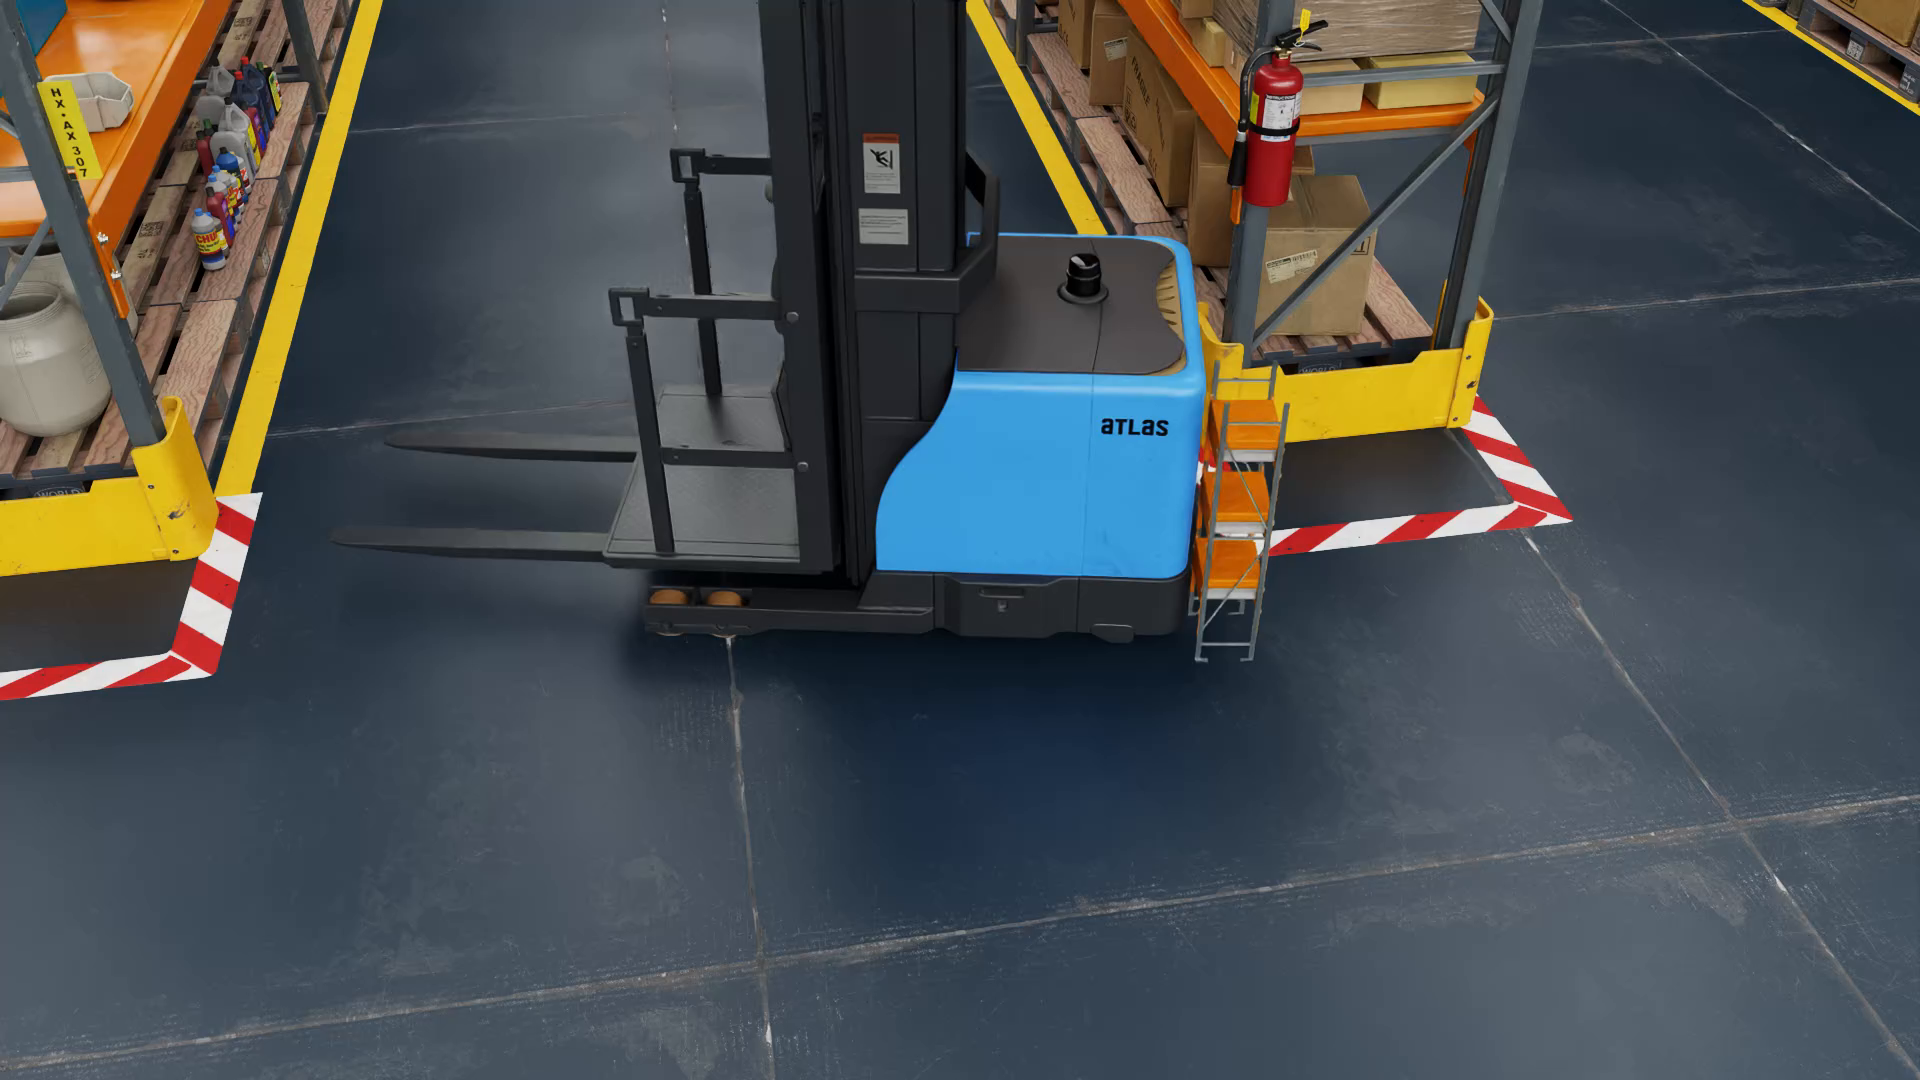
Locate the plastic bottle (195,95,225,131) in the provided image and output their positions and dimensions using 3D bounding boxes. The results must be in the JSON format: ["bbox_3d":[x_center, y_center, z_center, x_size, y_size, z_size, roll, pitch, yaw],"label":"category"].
[{"bbox_3d":[-3.755,-2.130,8.408,0.152,0.276,0.135,-6,38,-8],"label":"plastic bottle"}]

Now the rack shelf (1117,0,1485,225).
[{"bbox_3d":[1.183,-2.578,7.709,1.077,0.370,4.000,-6,38,-8],"label":"rack shelf"}]

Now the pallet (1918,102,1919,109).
[{"bbox_3d":[6.006,-2.235,8.955,1.003,0.211,1.213,-6,38,-8],"label":"pallet"}]

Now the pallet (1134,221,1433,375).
[{"bbox_3d":[1.412,-1.093,7.485,1.003,0.211,1.213,-6,38,-8],"label":"pallet"}]

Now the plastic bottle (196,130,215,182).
[{"bbox_3d":[-3.637,-1.859,8.053,0.061,0.283,0.133,-6,38,-8],"label":"plastic bottle"}]

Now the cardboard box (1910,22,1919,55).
[{"bbox_3d":[5.936,-2.937,8.976,0.875,0.875,0.875,-6,38,-8],"label":"cardboard box"}]

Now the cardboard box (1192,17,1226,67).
[{"bbox_3d":[1.142,-2.001,6.585,0.380,0.149,0.250,-6,38,-8],"label":"cardboard box"}]

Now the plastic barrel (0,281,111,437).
[{"bbox_3d":[-3.534,-0.694,6.383,0.421,0.512,0.421,0,38,0],"label":"plastic barrel"}]

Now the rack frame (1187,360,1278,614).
[{"bbox_3d":[0.908,-0.152,5.590,0.200,1.050,0.008,0,38,0],"label":"rack frame"}]

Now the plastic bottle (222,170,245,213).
[{"bbox_3d":[-3.449,-1.646,7.845,0.097,0.201,0.097,0,38,0],"label":"plastic bottle"}]

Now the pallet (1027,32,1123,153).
[{"bbox_3d":[0.985,-2.567,9.382,1.003,0.211,1.213,-6,38,-8],"label":"pallet"}]

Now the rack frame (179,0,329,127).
[{"bbox_3d":[-4.044,-3.537,8.358,1.000,3.000,0.127,-6,38,-8],"label":"rack frame"}]

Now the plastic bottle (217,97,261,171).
[{"bbox_3d":[-3.557,-1.996,8.174,0.144,0.351,0.185,-6,38,-8],"label":"plastic bottle"}]

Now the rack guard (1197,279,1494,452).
[{"bbox_3d":[1.520,-0.712,6.760,1.175,0.500,0.348,-6,38,-8],"label":"rack guard"}]

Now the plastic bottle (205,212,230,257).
[{"bbox_3d":[-3.372,-1.381,7.505,0.097,0.201,0.097,0,38,0],"label":"plastic bottle"}]

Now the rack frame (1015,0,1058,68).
[{"bbox_3d":[0.832,-4.070,9.043,1.000,3.000,0.127,-6,38,-8],"label":"rack frame"}]

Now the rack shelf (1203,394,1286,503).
[{"bbox_3d":[0.907,-0.293,5.326,0.215,0.259,0.240,0,38,0],"label":"rack shelf"}]

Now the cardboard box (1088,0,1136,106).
[{"bbox_3d":[0.971,-2.657,8.921,0.500,0.500,0.500,5,38,7],"label":"cardboard box"}]

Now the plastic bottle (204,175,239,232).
[{"bbox_3d":[-3.414,-1.553,7.669,0.097,0.271,0.097,0,38,0],"label":"plastic bottle"}]

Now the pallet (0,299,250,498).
[{"bbox_3d":[-3.540,-0.552,6.788,1.003,0.211,1.213,-6,38,-8],"label":"pallet"}]

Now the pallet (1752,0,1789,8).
[{"bbox_3d":[5.523,-3.899,11.097,1.003,0.211,1.213,-6,38,-8],"label":"pallet"}]

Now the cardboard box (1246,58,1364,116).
[{"bbox_3d":[1.280,-1.704,6.204,0.380,0.149,0.250,-6,38,-8],"label":"cardboard box"}]

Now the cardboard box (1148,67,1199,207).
[{"bbox_3d":[1.211,-1.949,8.009,0.500,0.500,0.500,-3,38,-4],"label":"cardboard box"}]

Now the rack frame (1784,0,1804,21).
[{"bbox_3d":[5.733,-4.542,9.652,1.000,3.000,0.127,-6,38,-8],"label":"rack frame"}]

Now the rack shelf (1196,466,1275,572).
[{"bbox_3d":[0.907,-0.069,5.501,0.215,0.259,0.240,0,38,0],"label":"rack shelf"}]

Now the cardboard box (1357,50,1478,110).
[{"bbox_3d":[1.718,-1.752,6.265,0.380,0.149,0.250,-6,38,-8],"label":"cardboard box"}]

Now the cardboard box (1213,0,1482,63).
[{"bbox_3d":[1.464,-2.146,6.243,0.875,0.500,0.500,-6,38,-8],"label":"cardboard box"}]

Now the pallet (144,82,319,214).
[{"bbox_3d":[-3.968,-2.026,8.685,1.003,0.211,1.213,-6,38,-8],"label":"pallet"}]

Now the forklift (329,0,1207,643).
[{"bbox_3d":[-0.708,-1.138,5.325,3.031,2.935,1.130,2,38,2],"label":"forklift"}]

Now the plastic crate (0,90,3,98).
[{"bbox_3d":[-3.834,-1.725,6.147,0.499,0.251,0.408,-6,38,-8],"label":"plastic crate"}]

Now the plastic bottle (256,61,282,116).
[{"bbox_3d":[-3.635,-2.383,8.728,0.061,0.283,0.133,-4,38,-6],"label":"plastic bottle"}]

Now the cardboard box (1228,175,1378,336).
[{"bbox_3d":[1.440,-1.211,7.059,0.500,0.500,0.500,0,38,1],"label":"cardboard box"}]

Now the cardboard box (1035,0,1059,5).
[{"bbox_3d":[0.746,-3.629,10.156,0.700,0.500,0.500,-9,39,-11],"label":"cardboard box"}]

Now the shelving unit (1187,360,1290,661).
[{"bbox_3d":[0.907,-0.078,5.494,0.215,1.050,0.252,0,38,0],"label":"shelving unit"}]

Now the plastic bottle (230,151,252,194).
[{"bbox_3d":[-3.485,-1.770,8.005,0.097,0.201,0.097,0,38,0],"label":"plastic bottle"}]

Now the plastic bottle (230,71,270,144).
[{"bbox_3d":[-3.614,-2.191,8.425,0.144,0.351,0.185,-8,39,-10],"label":"plastic bottle"}]

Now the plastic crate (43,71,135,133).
[{"bbox_3d":[-3.183,-1.592,6.069,0.298,0.136,0.250,-6,38,-8],"label":"plastic crate"}]
